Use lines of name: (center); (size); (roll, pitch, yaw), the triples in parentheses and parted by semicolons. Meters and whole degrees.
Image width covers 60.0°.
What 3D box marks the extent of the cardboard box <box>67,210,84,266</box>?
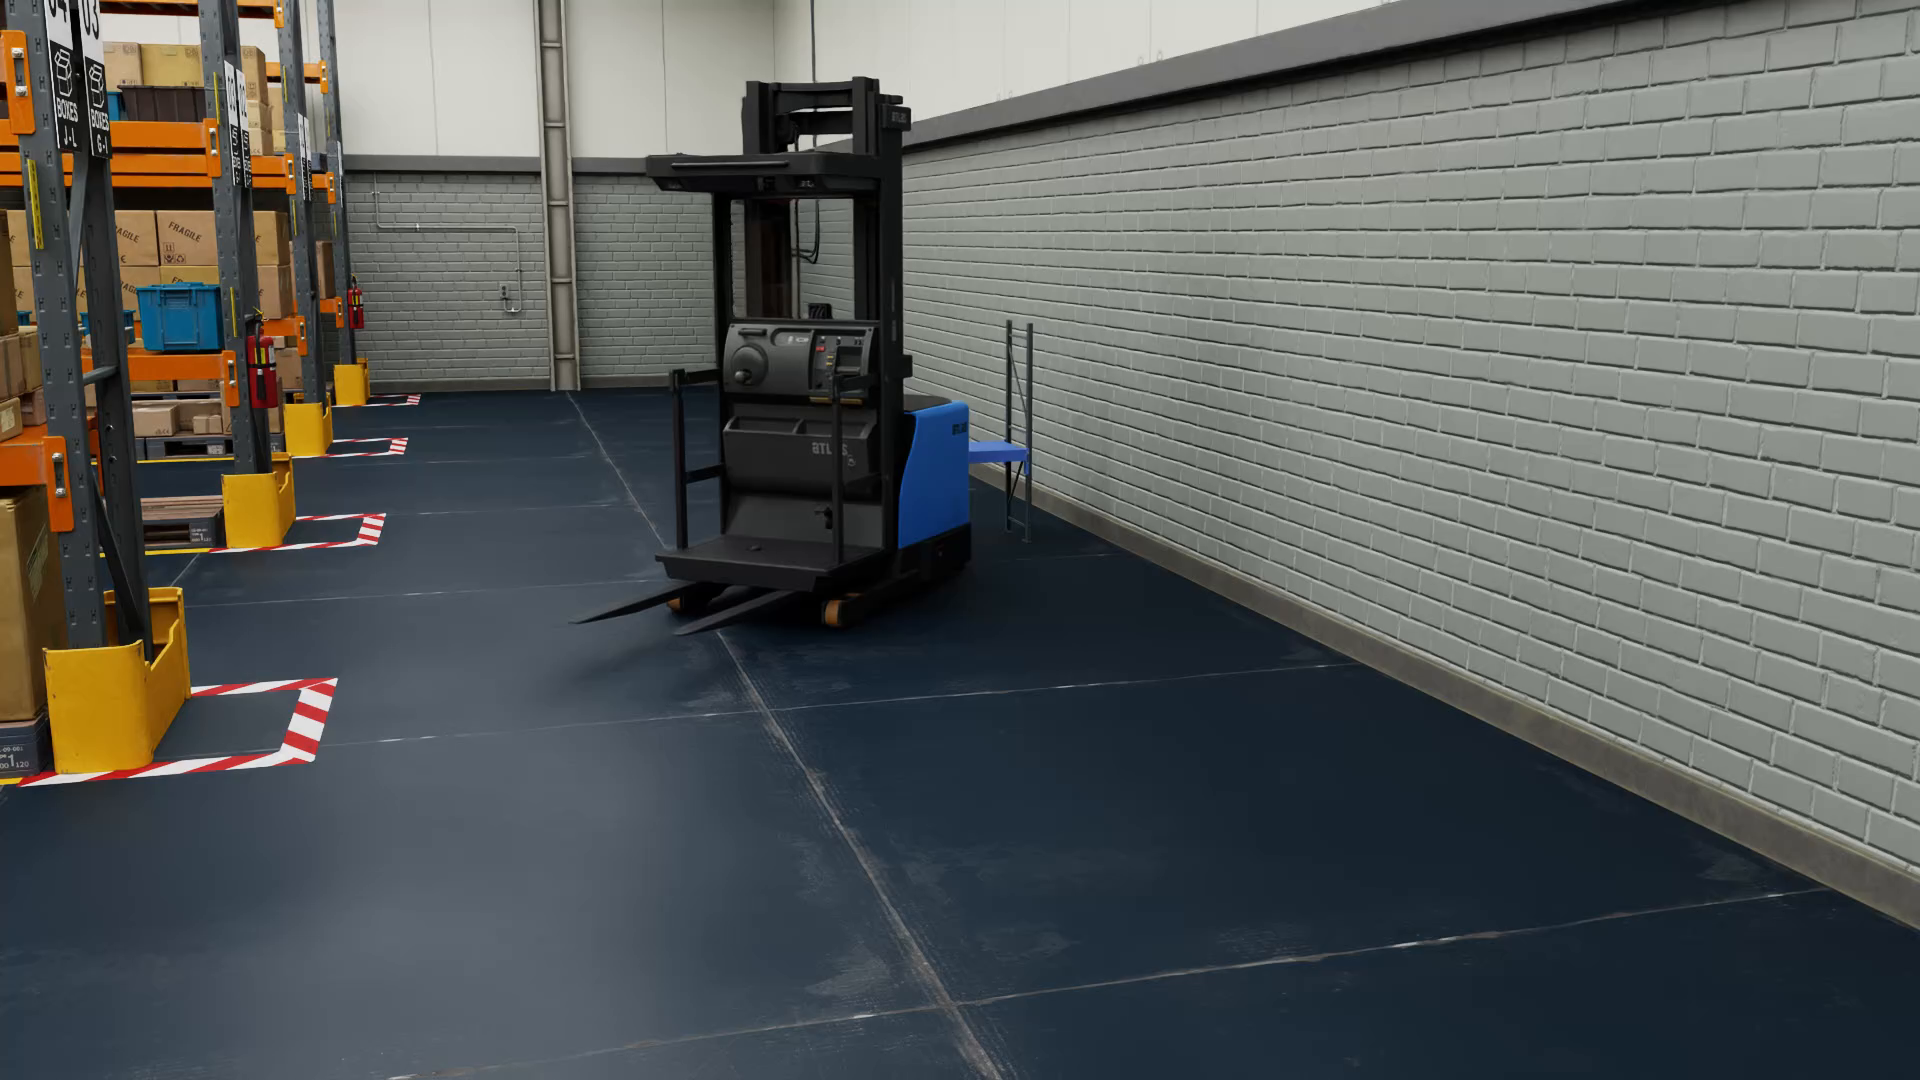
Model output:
cardboard box: (-8.173, -2.773, 15.286); (0.500, 0.500, 0.500); (-3, 11, -14)

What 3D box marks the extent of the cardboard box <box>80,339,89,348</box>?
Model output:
cardboard box: (-10.450, -2.341, 19.933); (0.250, 0.149, 0.380); (-3, 11, -14)

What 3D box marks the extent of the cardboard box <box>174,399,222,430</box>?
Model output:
cardboard box: (-7.429, -1.242, 16.386); (0.500, 0.250, 0.500); (-3, 11, -16)

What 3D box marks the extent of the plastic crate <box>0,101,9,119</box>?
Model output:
plastic crate: (-6.511, -2.935, 11.091); (0.767, 0.338, 0.504); (-3, 11, -16)

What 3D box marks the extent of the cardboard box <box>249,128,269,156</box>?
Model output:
cardboard box: (-6.767, -3.711, 15.547); (0.500, 0.250, 0.500); (-3, 11, -16)

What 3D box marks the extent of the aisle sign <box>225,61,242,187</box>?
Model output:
aisle sign: (-4.816, -2.751, 11.025); (0.004, 0.787, 0.394); (-3, 11, -16)

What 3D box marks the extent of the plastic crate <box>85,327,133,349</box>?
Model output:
plastic crate: (-5.699, -1.347, 11.140); (0.243, 0.136, 0.396); (-3, 11, -16)

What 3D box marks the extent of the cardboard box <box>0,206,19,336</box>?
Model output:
cardboard box: (-3.977, -1.030, 6.377); (0.500, 0.500, 0.500); (-3, 11, -15)

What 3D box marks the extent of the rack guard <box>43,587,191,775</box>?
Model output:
rack guard: (-3.559, 0.569, 7.073); (0.348, 0.500, 1.175); (-3, 11, -16)

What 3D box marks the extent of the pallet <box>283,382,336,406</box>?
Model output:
pallet: (-8.482, -1.817, 20.831); (1.213, 0.211, 1.003); (-3, 11, -16)

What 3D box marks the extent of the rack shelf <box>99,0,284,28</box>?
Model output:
rack shelf: (-8.268, -4.875, 15.168); (4.000, 0.370, 1.077); (-3, 11, -16)

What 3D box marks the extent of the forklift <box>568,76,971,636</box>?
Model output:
forklift: (-0.994, -1.048, 9.143); (1.130, 2.935, 3.031); (5, 11, 24)

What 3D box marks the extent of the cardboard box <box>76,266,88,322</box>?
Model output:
cardboard box: (-8.163, -2.284, 15.390); (0.500, 0.500, 0.500); (-3, 11, -17)

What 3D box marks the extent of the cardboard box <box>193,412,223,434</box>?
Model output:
cardboard box: (-7.215, -1.129, 16.004); (0.250, 0.166, 0.380); (-3, 11, -16)

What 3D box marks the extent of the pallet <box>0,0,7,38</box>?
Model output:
pallet: (-4.292, -2.051, 6.363); (1.213, 0.211, 1.003); (-3, 11, -16)

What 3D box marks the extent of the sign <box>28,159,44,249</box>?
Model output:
sign: (-3.444, -1.250, 6.198); (0.005, 0.325, 0.100); (-3, 11, -16)

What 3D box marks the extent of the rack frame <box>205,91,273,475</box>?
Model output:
rack frame: (-4.967, -1.520, 11.517); (0.127, 3.000, 1.000); (-3, 11, -16)

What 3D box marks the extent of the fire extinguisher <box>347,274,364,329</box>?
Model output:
fire extinguisher: (-7.462, -2.948, 20.519); (0.183, 0.674, 0.296); (-3, 11, -16)

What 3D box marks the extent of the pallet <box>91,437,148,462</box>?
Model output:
pallet: (-8.355, -0.904, 15.875); (1.213, 0.211, 1.003); (-3, 11, -16)

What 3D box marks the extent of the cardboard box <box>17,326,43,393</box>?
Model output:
cardboard box: (-4.119, -0.754, 6.950); (0.500, 0.250, 0.500); (-3, 11, -17)

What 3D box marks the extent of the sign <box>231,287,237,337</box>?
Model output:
sign: (-4.797, -1.505, 10.987); (0.005, 0.325, 0.100); (-3, 11, -16)

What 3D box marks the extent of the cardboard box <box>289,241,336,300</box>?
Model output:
cardboard box: (-8.223, -3.362, 20.695); (0.700, 0.700, 0.980); (-3, 11, -13)

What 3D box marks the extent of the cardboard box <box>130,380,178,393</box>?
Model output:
cardboard box: (-9.853, -2.087, 20.344); (0.500, 0.500, 0.700); (-3, 11, -15)

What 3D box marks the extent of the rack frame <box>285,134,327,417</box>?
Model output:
rack frame: (-6.348, -2.381, 16.196); (0.127, 3.000, 1.000); (-3, 11, -16)

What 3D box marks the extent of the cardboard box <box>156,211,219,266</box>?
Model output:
cardboard box: (-7.183, -2.826, 15.574); (0.500, 0.500, 0.500); (-3, 11, -14)

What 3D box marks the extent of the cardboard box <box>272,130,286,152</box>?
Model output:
cardboard box: (-8.365, -4.816, 20.115); (0.500, 0.250, 0.500); (-3, 11, -14)

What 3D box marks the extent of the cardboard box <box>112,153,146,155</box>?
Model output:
cardboard box: (-7.727, -3.660, 15.271); (0.500, 0.250, 0.500); (-3, 11, -16)

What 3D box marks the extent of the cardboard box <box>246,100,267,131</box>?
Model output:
cardboard box: (-6.770, -3.958, 15.510); (0.500, 0.250, 0.500); (-3, 11, -16)

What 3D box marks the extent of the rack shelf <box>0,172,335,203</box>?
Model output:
rack shelf: (-9.656, -4.262, 20.116); (4.000, 0.370, 1.077); (-3, 11, -16)

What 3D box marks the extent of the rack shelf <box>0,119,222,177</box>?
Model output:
rack shelf: (-6.887, -2.540, 10.761); (4.000, 0.370, 1.077); (-3, 11, -16)

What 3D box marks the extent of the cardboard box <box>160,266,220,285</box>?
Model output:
cardboard box: (-7.199, -2.333, 15.660); (0.500, 0.500, 0.500); (-3, 11, -15)

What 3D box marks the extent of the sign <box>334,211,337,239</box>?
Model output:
sign: (-7.598, -3.833, 20.230); (0.005, 0.325, 0.100); (-3, 11, -16)

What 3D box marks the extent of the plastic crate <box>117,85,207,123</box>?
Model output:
plastic crate: (-5.414, -2.960, 11.415); (0.590, 0.269, 0.497); (-3, 11, -16)

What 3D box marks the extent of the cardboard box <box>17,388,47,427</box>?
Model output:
cardboard box: (-4.016, -0.575, 7.077); (0.250, 0.149, 0.380); (-3, 11, -15)

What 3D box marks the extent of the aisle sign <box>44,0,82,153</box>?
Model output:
aisle sign: (-3.429, -1.889, 6.341); (0.004, 0.787, 0.394); (-3, 11, -16)

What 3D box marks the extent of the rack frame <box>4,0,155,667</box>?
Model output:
rack frame: (-3.582, -0.659, 6.840); (0.127, 3.000, 1.000); (-3, 11, -16)

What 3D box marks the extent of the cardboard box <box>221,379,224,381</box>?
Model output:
cardboard box: (-8.860, -2.141, 20.636); (0.500, 0.500, 0.700); (-3, 11, -16)

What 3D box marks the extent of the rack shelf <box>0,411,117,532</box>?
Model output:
rack shelf: (-5.503, -0.204, 6.356); (4.000, 0.370, 1.077); (-3, 11, -16)

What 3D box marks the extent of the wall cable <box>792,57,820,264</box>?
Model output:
wall cable: (-2.205, -4.889, 21.827); (0.112, 2.526, 3.097); (-3, 11, -16)

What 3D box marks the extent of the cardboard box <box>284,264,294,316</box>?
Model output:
cardboard box: (-6.847, -2.454, 16.313); (0.500, 0.500, 0.500); (-3, 11, -15)

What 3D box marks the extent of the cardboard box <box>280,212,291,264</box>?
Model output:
cardboard box: (-6.847, -2.945, 16.223); (0.500, 0.500, 0.500); (-3, 11, -14)

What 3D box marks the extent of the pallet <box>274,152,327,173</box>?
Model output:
pallet: (-8.445, -4.634, 20.395); (1.213, 0.211, 1.003); (-3, 11, -16)

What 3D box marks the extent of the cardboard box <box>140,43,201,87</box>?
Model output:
cardboard box: (-7.340, -4.358, 15.610); (0.500, 0.500, 0.700); (-3, 11, -16)

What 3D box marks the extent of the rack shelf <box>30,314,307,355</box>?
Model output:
rack shelf: (-8.268, -1.926, 15.711); (4.000, 0.370, 1.077); (-3, 11, -16)

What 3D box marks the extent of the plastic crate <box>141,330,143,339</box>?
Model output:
plastic crate: (-5.627, -1.463, 11.769); (0.298, 0.136, 0.250); (-3, 11, -16)

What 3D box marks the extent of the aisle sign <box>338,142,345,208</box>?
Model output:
aisle sign: (-7.583, -4.472, 20.373); (0.004, 0.787, 0.394); (-3, 11, -16)

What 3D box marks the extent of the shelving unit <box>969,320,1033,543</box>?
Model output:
shelving unit: (-0.082, -0.733, 11.387); (1.048, 1.500, 0.538); (-3, 11, -16)

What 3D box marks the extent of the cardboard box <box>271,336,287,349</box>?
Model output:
cardboard box: (-8.452, -2.447, 20.507); (0.250, 0.149, 0.380); (-3, 11, -17)

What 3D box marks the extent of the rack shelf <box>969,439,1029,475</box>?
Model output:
rack shelf: (-0.082, -0.556, 11.420); (1.000, 0.185, 0.538); (-3, 11, -16)

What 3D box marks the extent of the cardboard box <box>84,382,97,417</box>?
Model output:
cardboard box: (-8.386, -1.263, 15.803); (0.637, 0.503, 0.797); (-3, 11, -16)

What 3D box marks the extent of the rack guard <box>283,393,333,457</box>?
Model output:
rack guard: (-6.421, -1.148, 16.401); (0.348, 0.500, 1.175); (-3, 11, -16)

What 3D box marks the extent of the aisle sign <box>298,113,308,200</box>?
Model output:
aisle sign: (-6.197, -3.610, 15.690); (0.004, 0.787, 0.394); (-3, 11, -16)

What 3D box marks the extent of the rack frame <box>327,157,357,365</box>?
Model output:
rack frame: (-7.736, -3.242, 20.872); (0.127, 3.000, 1.000); (-3, 11, -16)

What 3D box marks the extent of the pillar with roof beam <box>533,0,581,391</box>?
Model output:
pillar with roof beam: (-4.182, -5.731, 17.823); (0.400, 9.000, 9.100); (-3, 11, -16)

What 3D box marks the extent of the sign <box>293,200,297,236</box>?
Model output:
sign: (-6.212, -3.008, 15.533); (0.005, 0.325, 0.100); (-3, 11, -16)

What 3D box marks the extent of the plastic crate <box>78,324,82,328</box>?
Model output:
plastic crate: (-6.278, -1.428, 11.582); (0.298, 0.136, 0.250); (-3, 11, -16)
